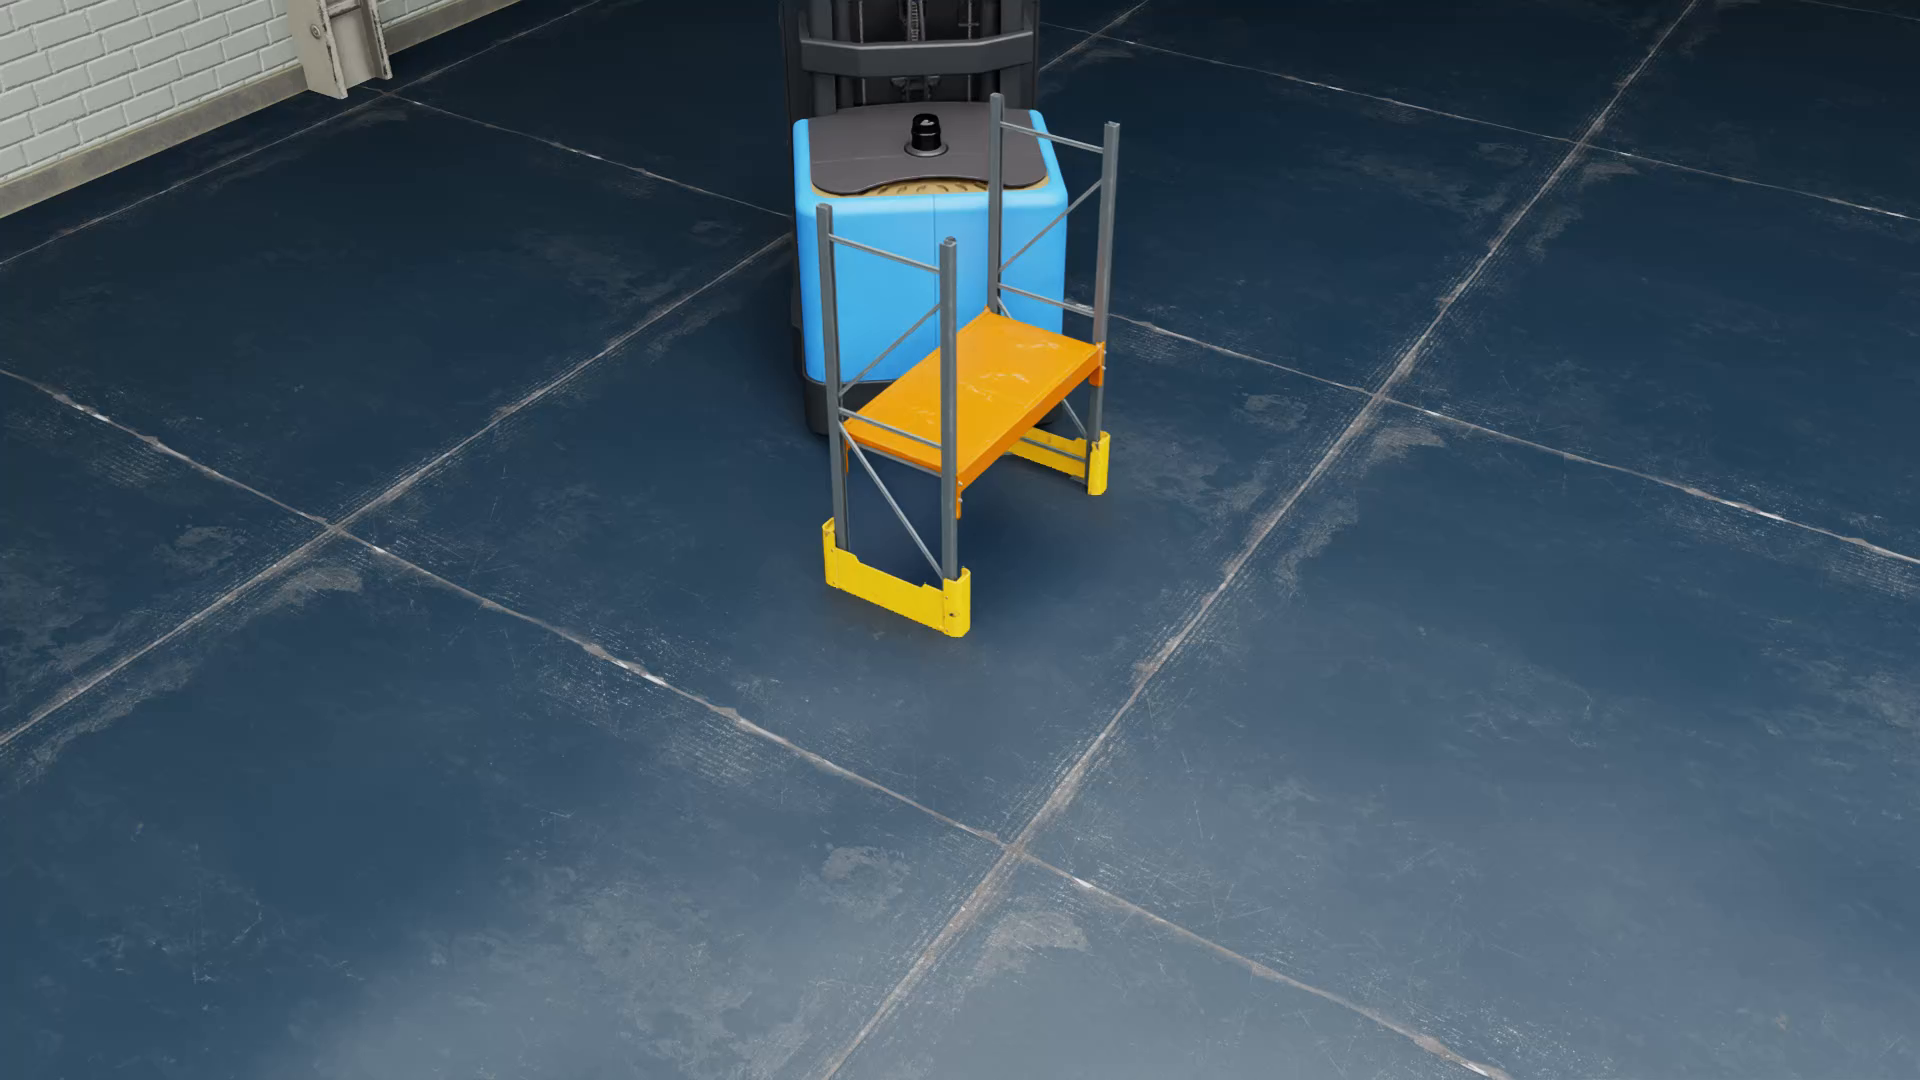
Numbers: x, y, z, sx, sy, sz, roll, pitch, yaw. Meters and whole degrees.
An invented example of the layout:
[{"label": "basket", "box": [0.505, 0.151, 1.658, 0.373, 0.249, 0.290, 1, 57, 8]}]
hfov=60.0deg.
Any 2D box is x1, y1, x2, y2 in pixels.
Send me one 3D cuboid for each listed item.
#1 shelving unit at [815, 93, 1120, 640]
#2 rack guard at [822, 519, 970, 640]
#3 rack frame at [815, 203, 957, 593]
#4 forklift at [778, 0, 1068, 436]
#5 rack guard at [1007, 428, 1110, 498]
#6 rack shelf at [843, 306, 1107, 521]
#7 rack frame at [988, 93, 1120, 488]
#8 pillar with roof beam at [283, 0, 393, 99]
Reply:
[{"label": "shelving unit", "box": [0.042, -0.615, 5.819, 0.587, 1.500, 1.083, 21, 43, 25]}, {"label": "rack guard", "box": [-0.228, 0.136, 5.869, 0.587, 0.250, 0.087, 21, 43, 25]}, {"label": "rack frame", "box": [-0.228, -0.359, 5.487, 0.500, 1.500, 0.032, 21, 43, 25]}, {"label": "forklift", "box": [-0.234, -2.464, 7.046, 1.130, 2.935, 3.031, -3, 38, -4]}, {"label": "rack guard", "box": [0.312, -0.375, 6.532, 0.587, 0.250, 0.087, 21, 43, 25]}, {"label": "rack shelf", "box": [0.047, -0.477, 5.935, 0.538, 0.185, 1.000, 21, 43, 25]}, {"label": "rack frame", "box": [0.322, -0.880, 6.163, 0.500, 1.500, 0.032, 21, 43, 25]}, {"label": "pillar with roof beam", "box": [0.065, -4.832, 5.147, 9.100, 9.000, 0.400, 21, 42, 25]}]
